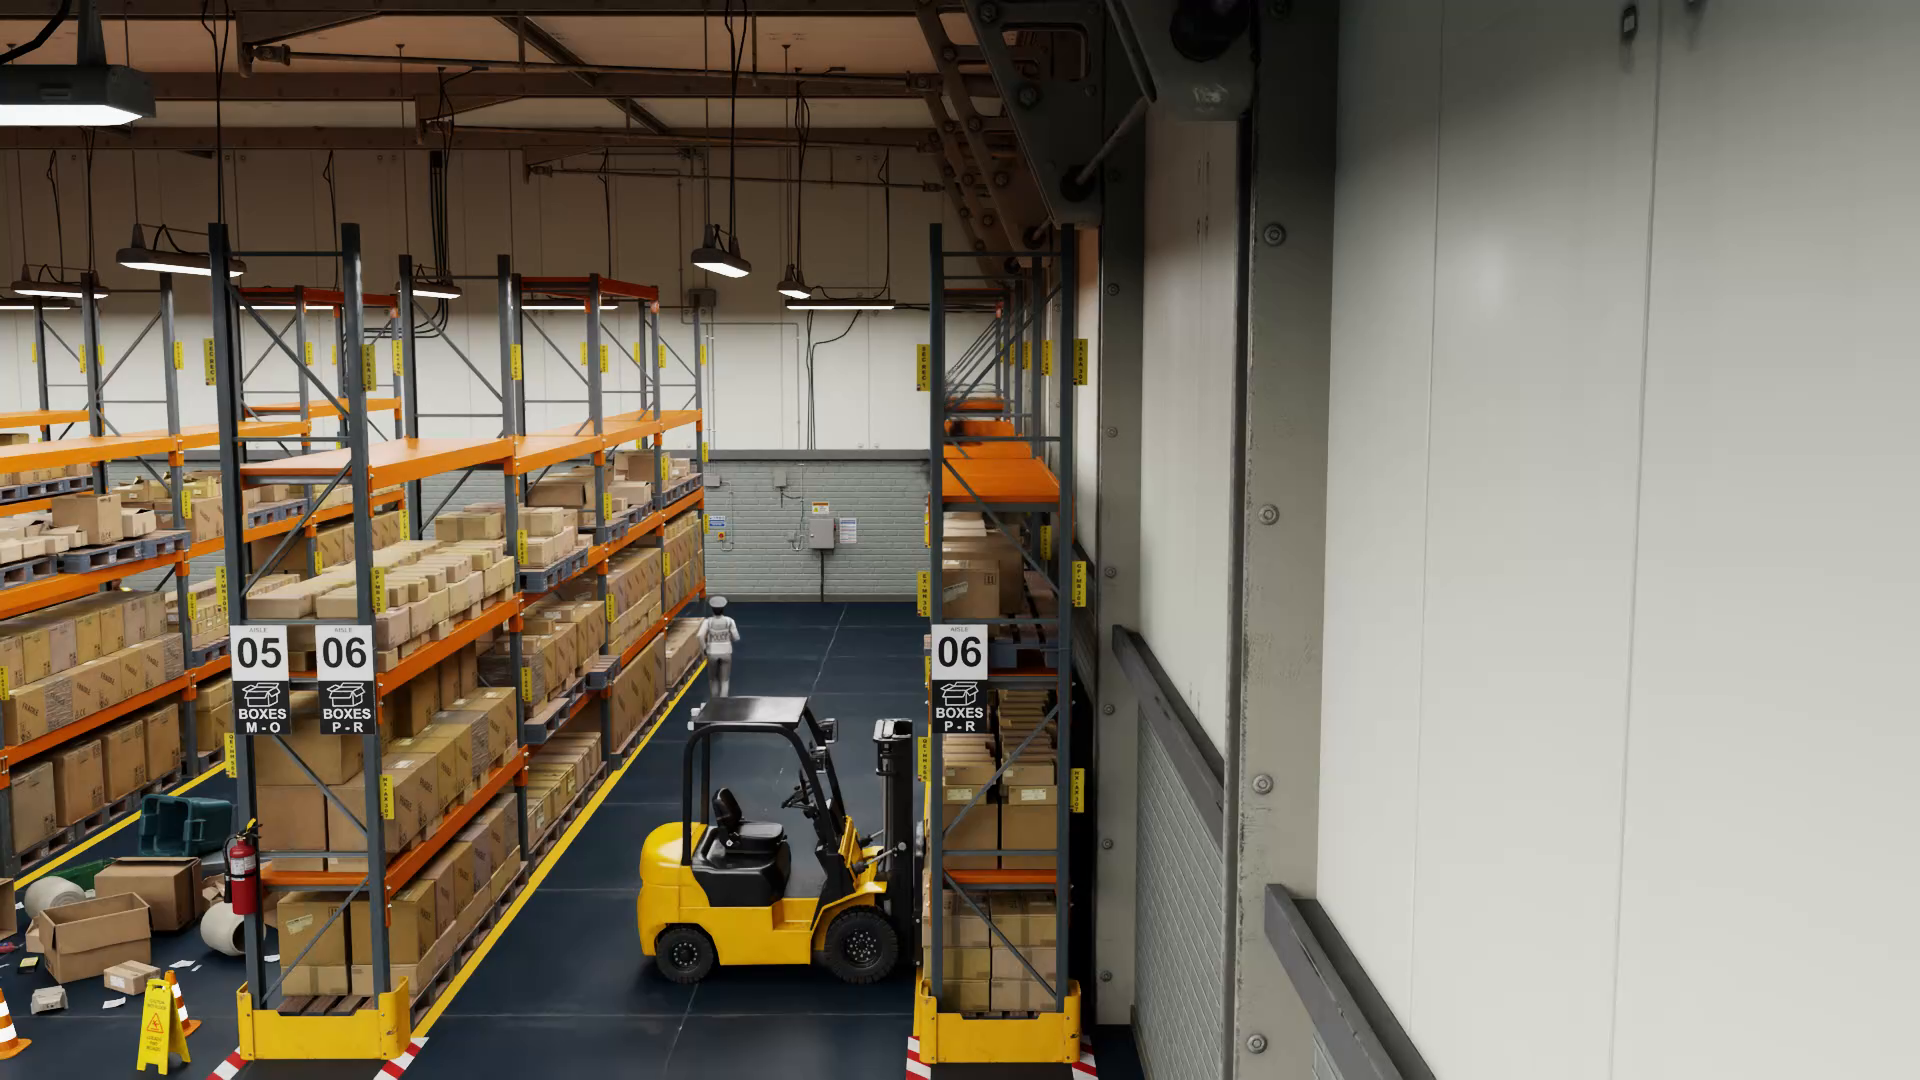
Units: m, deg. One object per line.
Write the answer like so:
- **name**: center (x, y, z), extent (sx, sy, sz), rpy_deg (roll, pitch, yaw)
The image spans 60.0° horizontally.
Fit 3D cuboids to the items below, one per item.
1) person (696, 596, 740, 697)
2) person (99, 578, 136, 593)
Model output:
- **person**: center (-3.334, 1.627, 22.962), extent (0.605, 1.713, 0.854), rpy_deg (-1, 7, -8)
- **person**: center (-12.888, 1.338, 25.397), extent (0.706, 1.725, 0.591), rpy_deg (-1, 7, -5)
